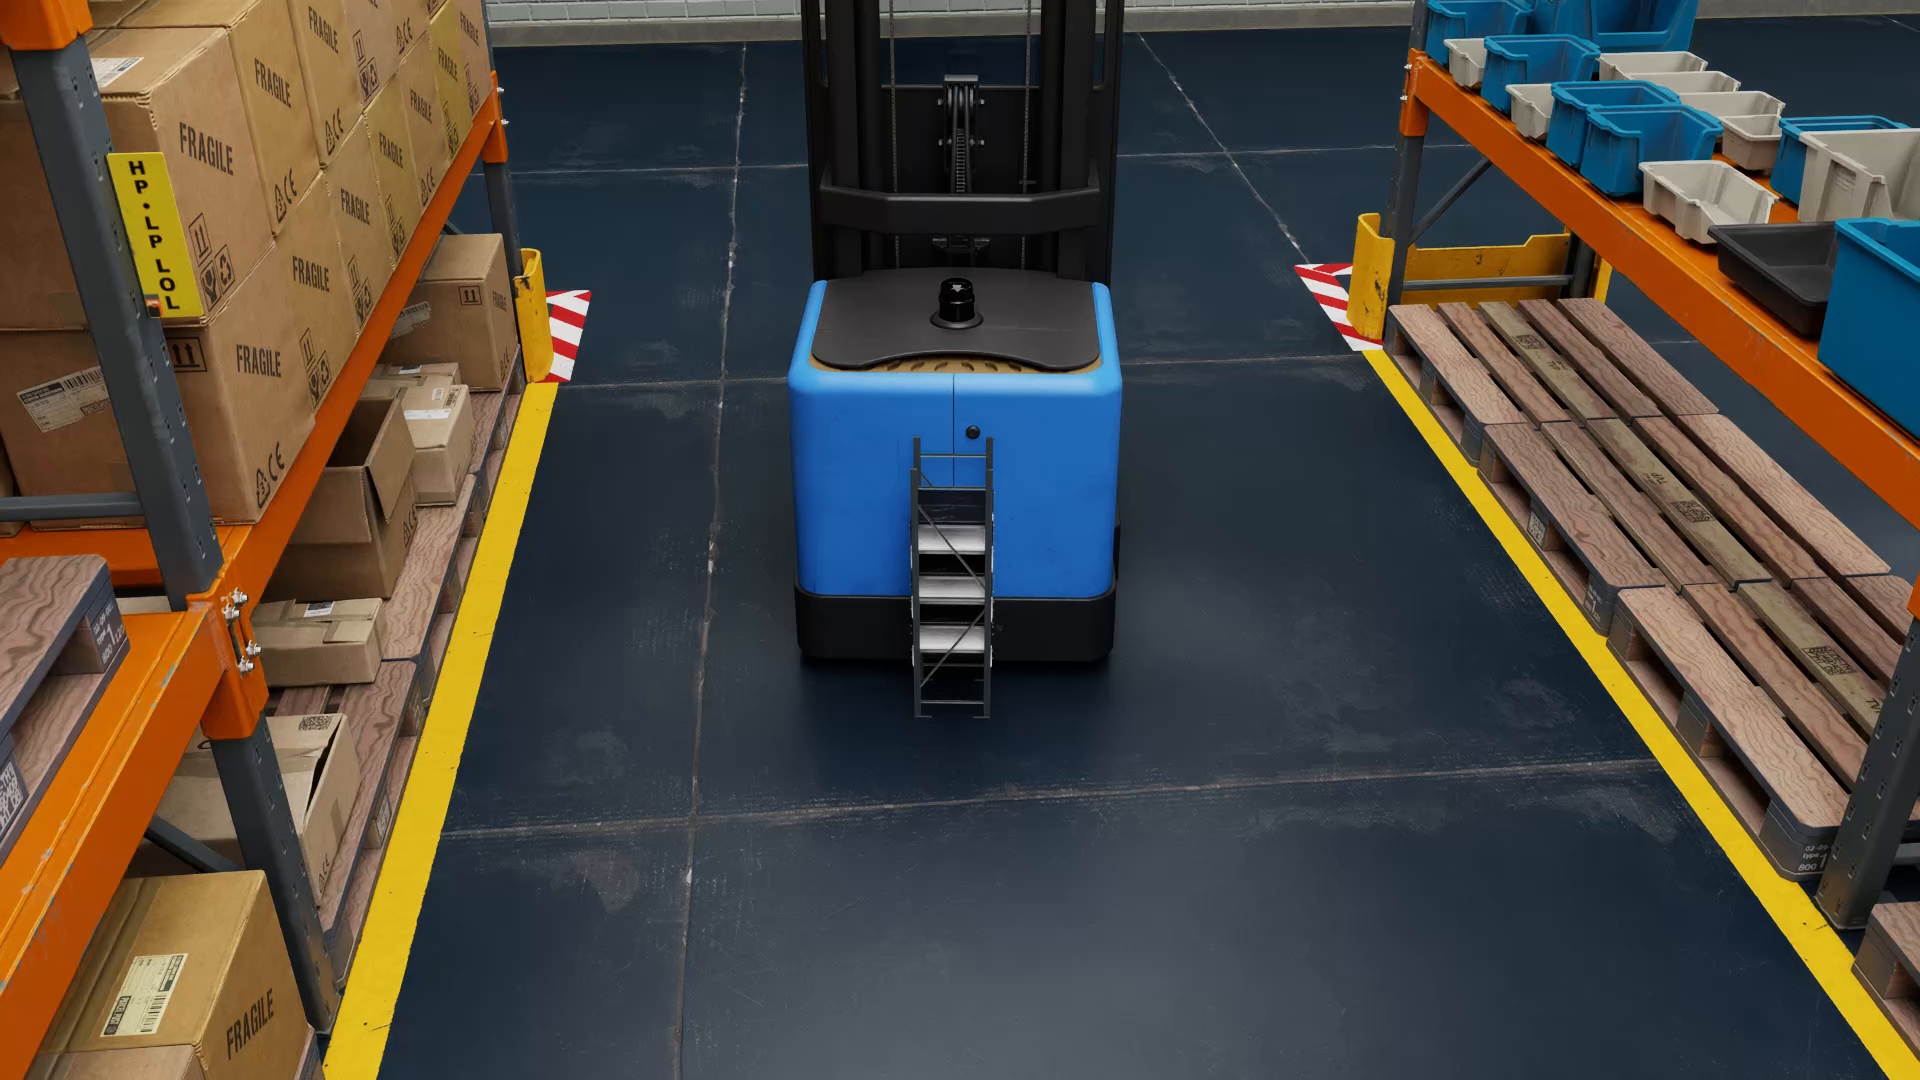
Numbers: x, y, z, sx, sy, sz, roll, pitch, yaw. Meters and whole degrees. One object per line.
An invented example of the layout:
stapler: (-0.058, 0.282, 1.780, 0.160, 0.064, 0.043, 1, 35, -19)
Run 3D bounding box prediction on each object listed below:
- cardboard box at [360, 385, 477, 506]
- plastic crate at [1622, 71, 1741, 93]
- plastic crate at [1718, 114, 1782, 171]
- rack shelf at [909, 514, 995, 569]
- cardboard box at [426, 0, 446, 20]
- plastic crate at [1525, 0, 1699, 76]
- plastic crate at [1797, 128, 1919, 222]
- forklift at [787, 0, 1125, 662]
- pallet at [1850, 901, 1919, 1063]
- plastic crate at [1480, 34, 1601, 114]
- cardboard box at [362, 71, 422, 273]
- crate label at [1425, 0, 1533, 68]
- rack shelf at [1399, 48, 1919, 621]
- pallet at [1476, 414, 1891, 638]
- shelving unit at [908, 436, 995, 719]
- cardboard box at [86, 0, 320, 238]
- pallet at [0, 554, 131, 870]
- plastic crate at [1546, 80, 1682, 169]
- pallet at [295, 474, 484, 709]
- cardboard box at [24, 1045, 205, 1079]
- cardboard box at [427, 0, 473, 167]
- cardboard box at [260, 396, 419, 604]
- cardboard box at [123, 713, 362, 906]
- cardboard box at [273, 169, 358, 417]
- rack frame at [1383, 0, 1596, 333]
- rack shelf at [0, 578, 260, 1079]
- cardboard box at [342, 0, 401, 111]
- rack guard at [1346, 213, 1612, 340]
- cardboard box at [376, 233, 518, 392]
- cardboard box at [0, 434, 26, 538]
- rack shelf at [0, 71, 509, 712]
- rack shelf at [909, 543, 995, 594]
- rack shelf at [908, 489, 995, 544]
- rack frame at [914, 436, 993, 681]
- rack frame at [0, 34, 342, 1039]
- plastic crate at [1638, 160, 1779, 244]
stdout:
cardboard box: (-2.098, -0.348, 6.160, 0.500, 0.250, 0.500, -3, 31, -5)
plastic crate: (2.748, -1.684, 6.343, 0.396, 0.136, 0.243, -3, 31, -5)
plastic crate: (2.845, -1.393, 5.855, 0.298, 0.136, 0.250, -3, 31, -5)
rack shelf: (-0.022, 0.002, 5.082, 0.258, 0.077, 0.200, 1, 31, 1)
cardboard box: (-2.089, -2.092, 5.755, 0.500, 0.500, 0.500, -2, 31, -3)
plastic crate: (2.697, -2.207, 6.926, 0.616, 0.435, 0.499, -3, 31, -5)
plastic crate: (2.894, -1.049, 5.138, 0.437, 0.282, 0.530, -3, 31, -5)
forklift: (0.014, -1.579, 6.035, 1.130, 2.935, 3.031, 1, 31, 1)
pallet: (2.884, 1.308, 3.855, 1.003, 0.211, 1.213, -3, 31, -5)
plastic crate: (2.236, -1.804, 6.449, 0.416, 0.233, 0.300, -3, 31, -5)
cardboard box: (-2.000, -1.143, 5.140, 0.500, 0.500, 0.500, -3, 31, -5)
crate label: (2.175, -2.140, 7.012, 0.416, 0.233, 0.303, -3, 31, -5)
rack shelf: (2.666, -0.998, 5.697, 1.077, 0.370, 4.000, -3, 31, -5)
pallet: (2.629, -0.086, 6.188, 1.003, 0.211, 1.213, -3, 31, -5)
shelving unit: (-0.022, 0.128, 5.158, 0.258, 0.900, 0.210, 1, 31, 1)
cardboard box: (-1.892, -1.040, 3.993, 0.500, 0.500, 0.500, -4, 31, -6)
pallet: (-2.113, 0.446, 2.766, 1.003, 0.211, 1.213, -3, 31, -5)
plastic crate: (2.298, -1.467, 5.886, 0.416, 0.233, 0.300, -3, 31, -5)
pallet: (-2.259, 0.172, 5.756, 1.003, 0.211, 1.213, -3, 31, -5)
cardboard box: (-1.710, 1.325, 3.115, 0.500, 0.500, 0.500, -3, 31, -4)
cardboard box: (-2.088, -1.655, 5.998, 0.500, 0.500, 0.500, -2, 31, -4)
cardboard box: (-2.260, -0.126, 5.541, 0.797, 0.503, 0.637, -3, 31, -5)
cardboard box: (-1.903, 0.691, 4.361, 0.500, 0.311, 0.500, -3, 31, -5)
cardboard box: (-1.906, -0.627, 4.278, 0.500, 0.500, 0.500, -2, 31, -4)
rack frame: (2.479, -2.328, 7.222, 1.000, 3.000, 0.127, -3, 31, -5)
rack shelf: (-1.892, 1.280, 1.884, 1.077, 0.370, 4.000, -3, 31, -5)
cardboard box: (-1.988, -1.566, 4.874, 0.500, 0.500, 0.500, -2, 31, -3)
rack guard: (2.464, -1.266, 7.882, 1.175, 0.500, 0.348, -3, 31, -5)
cardboard box: (-2.157, -0.942, 6.911, 0.500, 0.500, 0.500, -3, 31, -5)
cardboard box: (-2.381, -0.336, 3.790, 0.500, 0.500, 0.500, -2, 31, -4)
rack shelf: (-2.266, -0.762, 5.303, 1.077, 0.370, 4.000, -3, 31, -5)
rack shelf: (-0.022, 0.080, 5.129, 0.258, 0.077, 0.200, 1, 31, 1)
rack shelf: (-0.022, -0.075, 5.036, 0.258, 0.077, 0.200, 1, 31, 1)
rack frame: (-0.020, 0.076, 5.245, 0.240, 0.900, 0.006, 1, 31, 1)
rack frame: (-2.079, -0.050, 3.409, 1.000, 3.000, 0.127, -3, 31, -5)
plastic crate: (2.391, -1.073, 5.319, 0.293, 0.136, 0.466, -3, 31, -5)
